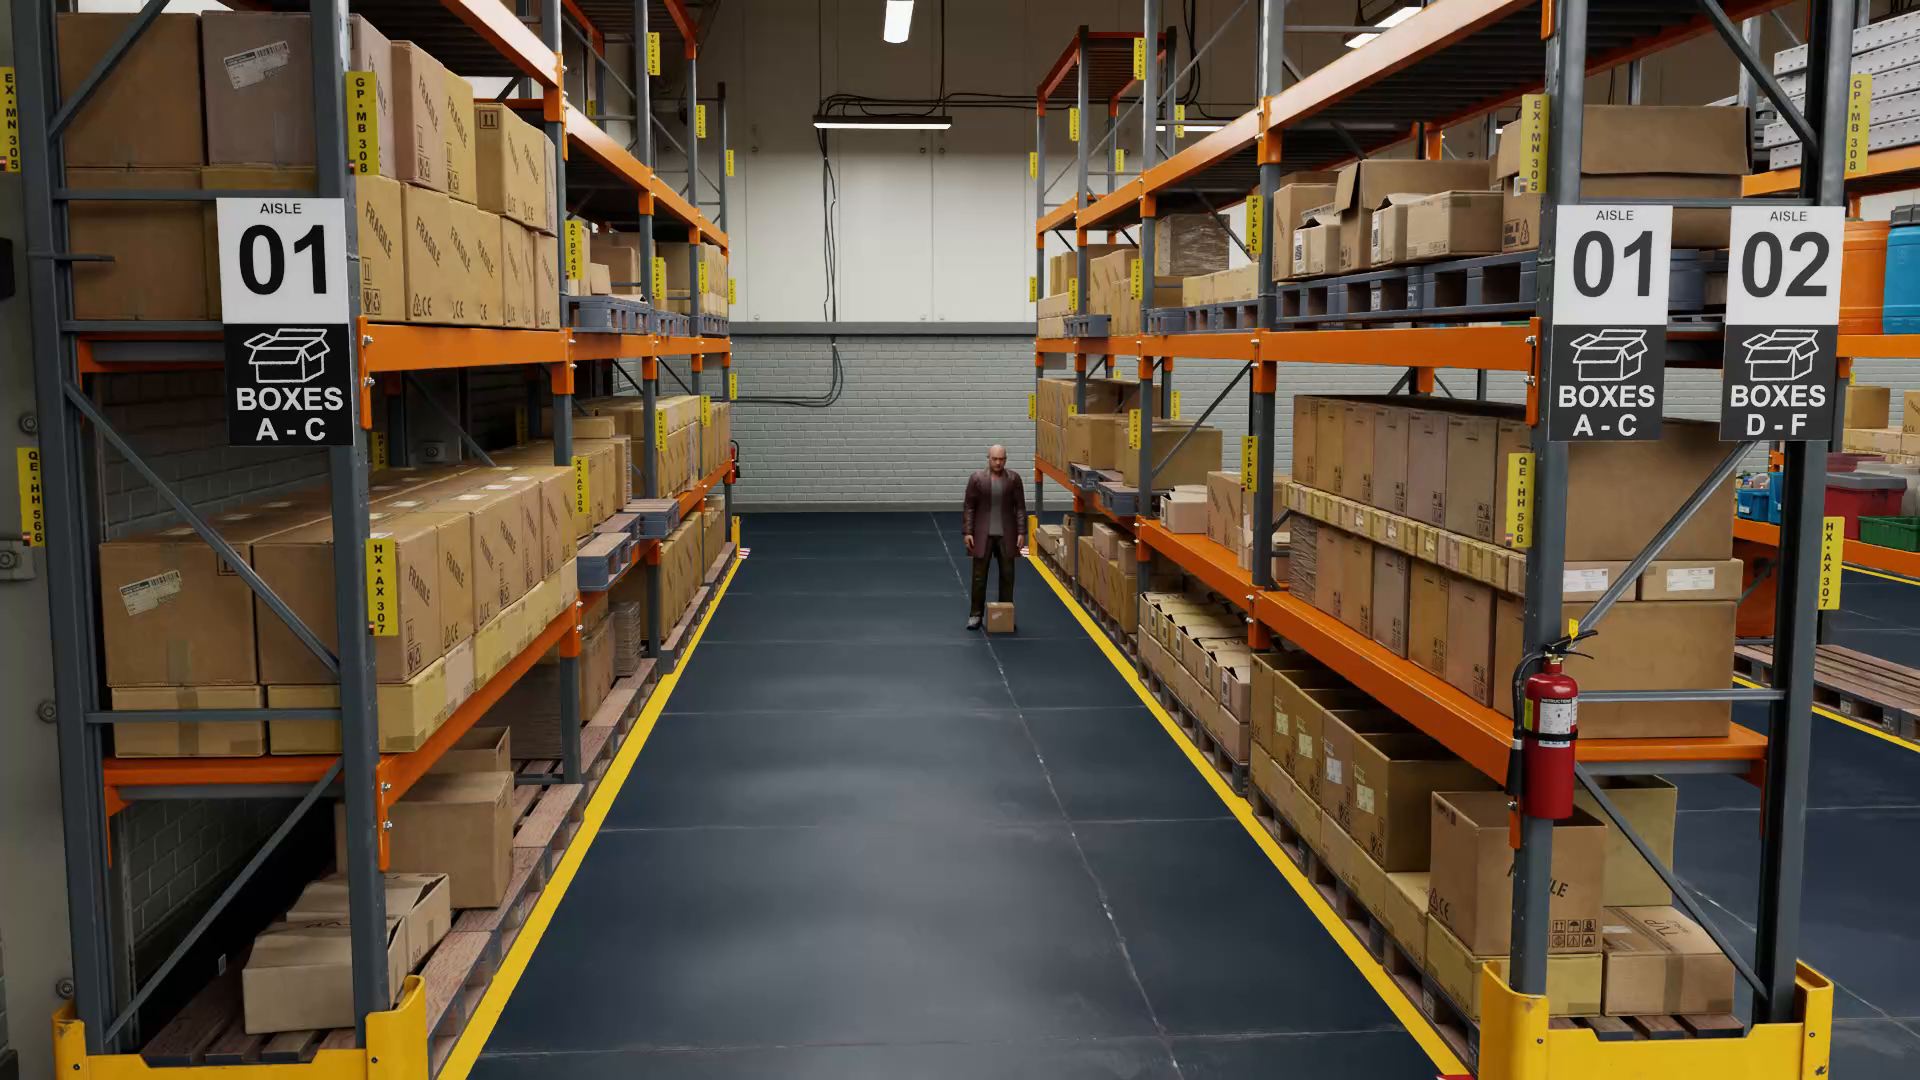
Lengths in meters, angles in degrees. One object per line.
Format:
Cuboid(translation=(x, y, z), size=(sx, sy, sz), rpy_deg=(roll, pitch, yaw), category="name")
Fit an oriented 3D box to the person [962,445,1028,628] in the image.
Cuboid(translation=(0.338, -0.042, 16.151), size=(0.644, 1.774, 0.427), rpy_deg=(0, 7, -3), category="person")
